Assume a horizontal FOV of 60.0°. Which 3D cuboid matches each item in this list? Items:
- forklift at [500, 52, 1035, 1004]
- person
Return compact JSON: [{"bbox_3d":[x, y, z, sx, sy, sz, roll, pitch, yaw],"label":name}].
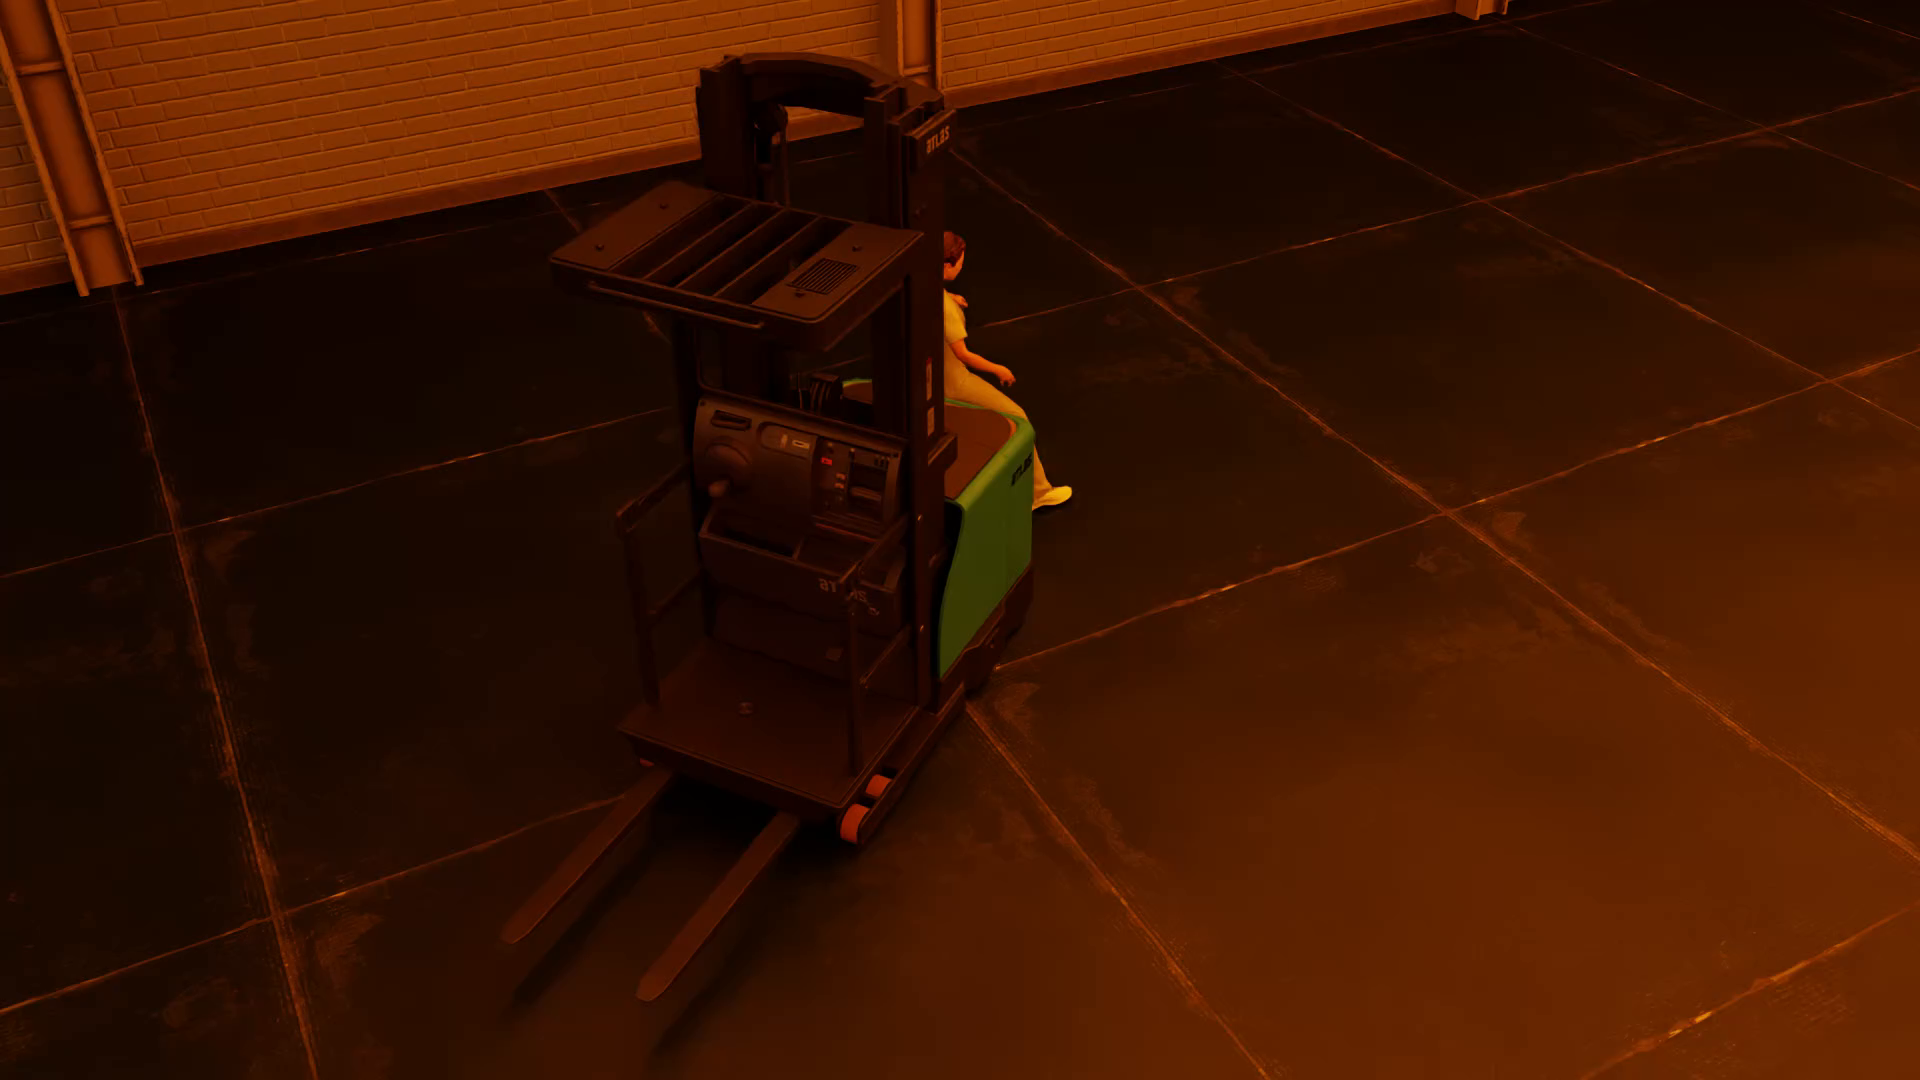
[{"bbox_3d":[-0.745,-0.230,6.448,1.130,2.935,3.031,16,38,21],"label":"forklift"},{"bbox_3d":[-0.013,-0.928,8.709,0.964,1.521,0.977,-14,38,-19],"label":"person"}]
